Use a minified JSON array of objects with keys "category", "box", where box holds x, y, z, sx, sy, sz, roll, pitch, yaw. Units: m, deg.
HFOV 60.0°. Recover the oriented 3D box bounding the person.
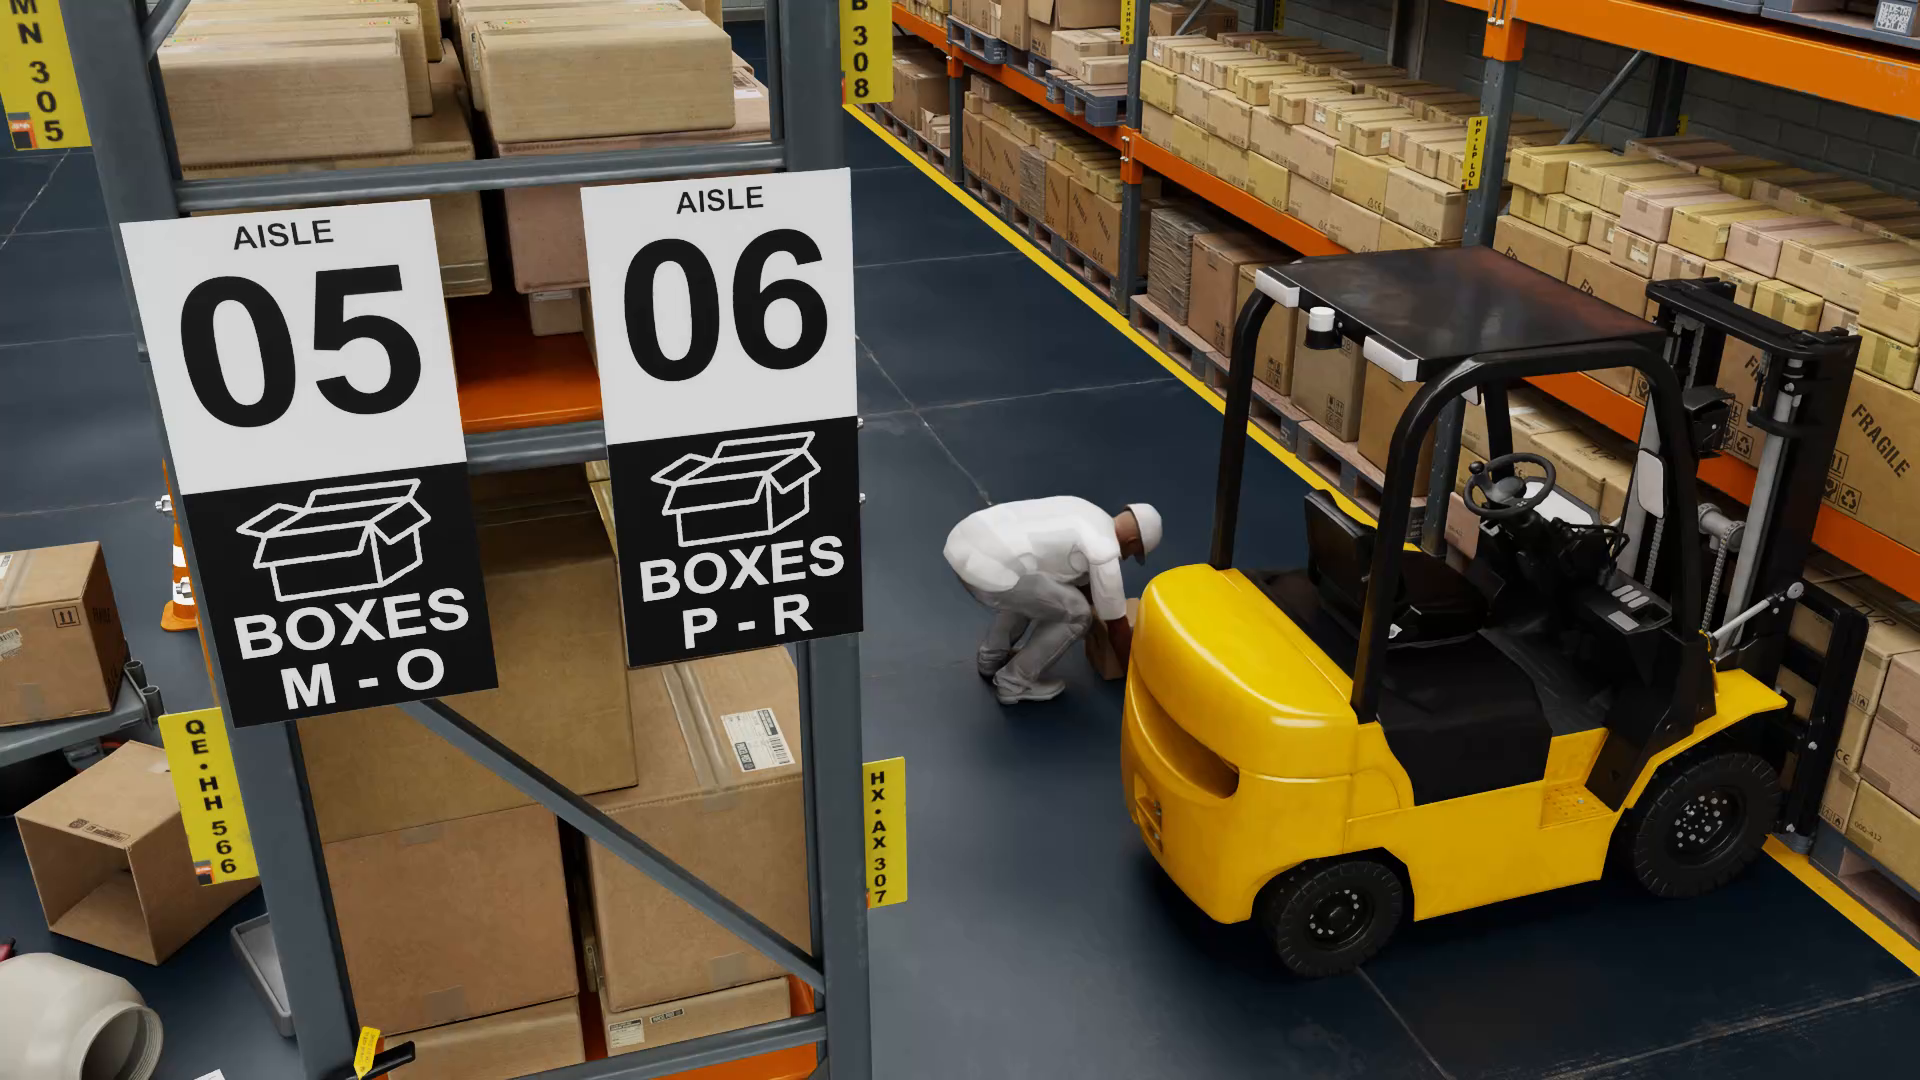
[{"category":"person","box":[0.418,0.222,7.200,0.980,0.862,0.513,-9,28,-18]}]
